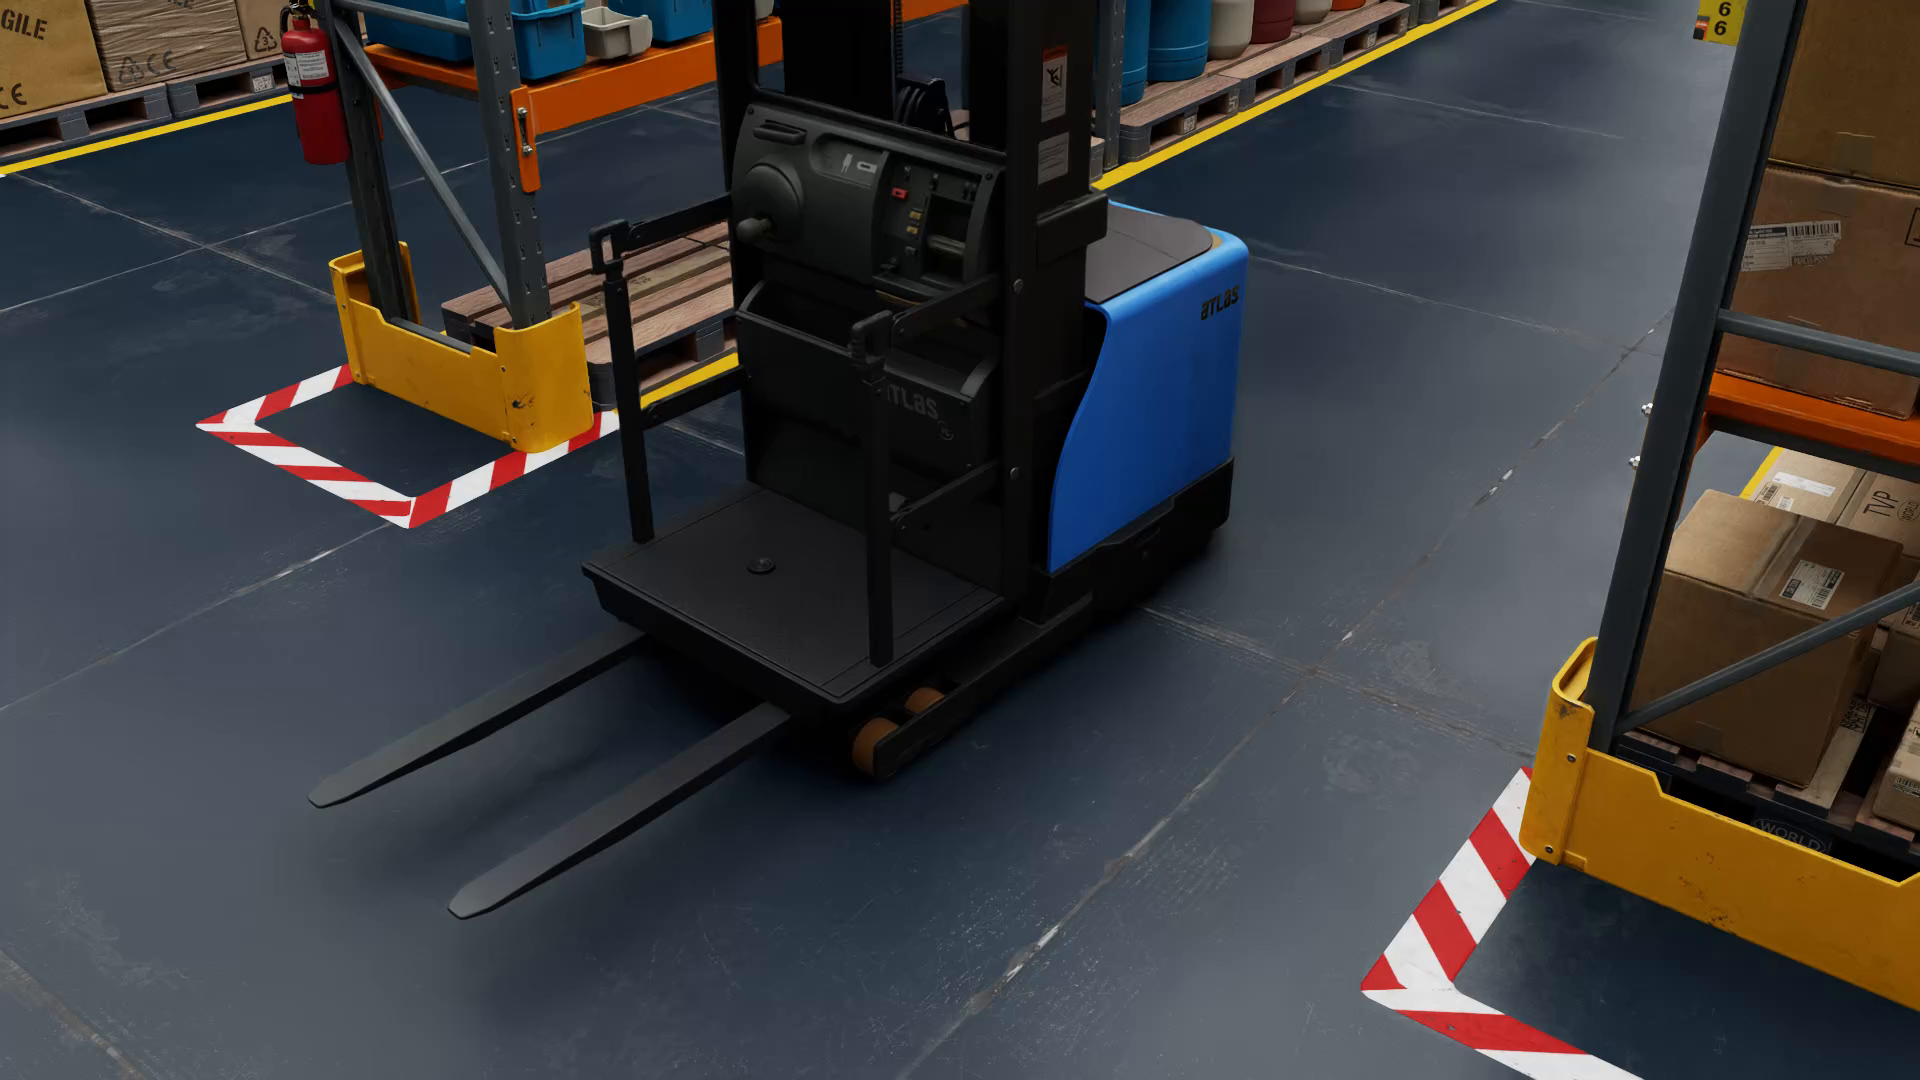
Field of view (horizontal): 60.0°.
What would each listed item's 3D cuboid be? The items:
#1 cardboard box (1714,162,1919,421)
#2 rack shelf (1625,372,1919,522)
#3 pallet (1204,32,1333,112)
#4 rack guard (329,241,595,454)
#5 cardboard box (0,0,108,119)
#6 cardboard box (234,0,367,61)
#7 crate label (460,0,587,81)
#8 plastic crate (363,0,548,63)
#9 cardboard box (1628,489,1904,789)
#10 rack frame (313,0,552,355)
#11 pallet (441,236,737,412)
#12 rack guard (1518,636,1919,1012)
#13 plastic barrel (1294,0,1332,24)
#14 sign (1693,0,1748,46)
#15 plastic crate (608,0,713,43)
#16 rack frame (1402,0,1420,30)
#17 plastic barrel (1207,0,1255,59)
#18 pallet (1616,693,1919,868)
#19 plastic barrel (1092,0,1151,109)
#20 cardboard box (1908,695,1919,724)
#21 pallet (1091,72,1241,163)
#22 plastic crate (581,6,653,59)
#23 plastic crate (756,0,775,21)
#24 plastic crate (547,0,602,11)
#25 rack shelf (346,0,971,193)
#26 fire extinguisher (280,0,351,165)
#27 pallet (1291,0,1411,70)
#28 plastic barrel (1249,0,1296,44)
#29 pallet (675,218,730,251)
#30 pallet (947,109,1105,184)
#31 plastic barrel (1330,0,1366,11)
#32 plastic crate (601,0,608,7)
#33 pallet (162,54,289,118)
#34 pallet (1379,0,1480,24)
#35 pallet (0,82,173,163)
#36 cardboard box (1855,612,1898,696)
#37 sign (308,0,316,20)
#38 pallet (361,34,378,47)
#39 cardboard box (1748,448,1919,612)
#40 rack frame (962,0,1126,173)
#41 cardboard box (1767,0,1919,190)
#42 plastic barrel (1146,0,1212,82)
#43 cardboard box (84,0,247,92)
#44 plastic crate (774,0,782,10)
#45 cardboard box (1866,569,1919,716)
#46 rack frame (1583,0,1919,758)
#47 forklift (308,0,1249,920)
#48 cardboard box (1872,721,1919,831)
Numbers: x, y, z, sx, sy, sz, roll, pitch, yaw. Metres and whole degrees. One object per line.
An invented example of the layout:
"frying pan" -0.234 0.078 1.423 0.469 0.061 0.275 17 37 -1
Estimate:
"cardboard box" 2.030 -0.651 3.808 0.500 0.500 0.500 22 37 33
"rack shelf" 3.184 -0.845 4.940 1.077 0.370 4.000 21 37 31
"pallet" 1.680 -3.093 10.762 1.003 0.211 1.213 21 37 31
"rack guard" -1.974 -0.779 6.573 1.175 0.500 0.348 21 37 31
"cardboard box" -5.596 -2.943 9.446 0.875 0.875 0.875 21 37 31
"cardboard box" -4.510 -3.675 10.681 0.875 0.875 0.875 21 37 31
"crate label" -1.558 -1.821 5.985 0.416 0.233 0.303 21 37 31
"plastic crate" -1.917 -2.102 6.262 0.616 0.435 0.499 21 37 31
"cardboard box" 2.109 0.248 4.410 0.500 0.500 0.500 21 37 31
"rack frame" -1.970 -1.868 5.959 1.000 3.000 0.127 21 37 31
"pallet" -1.441 -0.991 7.216 1.003 0.211 1.213 21 37 31
"rack guard" 2.023 0.703 4.074 1.175 0.500 0.348 21 37 31
"plastic barrel" 2.308 -3.769 11.195 0.421 0.512 0.421 0 31 0
"sign" 1.546 -1.155 3.311 0.100 0.325 0.005 21 37 31
"plastic crate" -1.161 -2.088 6.437 0.416 0.233 0.300 21 37 31
"rack frame" 2.859 -5.119 11.446 1.000 3.000 0.127 21 37 31
"plastic barrel" 1.626 -3.310 10.421 0.421 0.512 0.421 0 31 0
"pallet" 2.503 0.503 4.695 1.003 0.211 1.213 21 37 31
"plastic barrel" 0.787 -2.987 9.495 0.600 0.901 0.708 21 37 31
"cardboard box" 2.655 0.522 4.275 0.380 0.166 0.250 21 37 31
"pallet" 0.944 -2.595 9.921 1.003 0.211 1.213 21 37 31
"plastic crate" -1.299 -1.884 6.187 0.250 0.136 0.298 21 37 31
"plastic crate" -0.889 -2.160 6.652 0.250 0.136 0.298 21 37 31
"plastic crate" -1.622 -2.167 6.665 0.396 0.136 0.243 21 37 31
"rack shelf" -0.763 -2.371 7.514 1.077 0.370 4.000 21 37 31
"fire extinguisher" -2.423 -1.753 6.207 0.296 0.674 0.183 21 37 31
"pallet" 2.416 -3.587 11.595 1.003 0.211 1.213 21 37 31
"plastic barrel" 1.896 -3.600 10.835 0.600 0.588 0.708 21 37 31
"pallet" -0.704 -1.485 8.049 1.003 0.211 1.213 21 37 31
"pallet" 0.032 -1.983 8.889 1.003 0.211 1.213 21 37 31
"plastic barrel" 2.577 -4.162 11.548 0.600 0.830 0.708 21 37 31
"plastic crate" -1.436 -2.281 6.856 0.396 0.136 0.243 21 37 31
"pallet" -4.762 -3.035 10.664 1.003 0.211 1.213 21 37 31
"pallet" 3.358 -4.223 12.668 1.003 0.211 1.213 21 37 31
"pallet" -5.498 -2.541 9.831 1.003 0.211 1.213 21 37 31
"cardboard box" 2.425 0.254 4.727 0.380 0.166 0.250 21 37 31
"sign" -2.418 -2.101 6.192 0.100 0.325 0.005 21 37 31
"pallet" -4.026 -3.533 11.505 1.003 0.211 1.213 21 37 31
"cardboard box" 2.706 -0.022 5.110 0.500 0.250 0.500 21 37 31
"rack frame" 0.445 -3.494 8.703 1.000 3.000 0.127 21 37 31
"cardboard box" 2.026 -1.080 3.552 0.500 0.500 0.500 21 36 31
"plastic barrel" 1.214 -3.275 9.981 0.600 0.901 0.708 21 37 31
"cardboard box" -5.047 -3.313 10.071 0.875 0.875 0.875 21 37 31
"plastic crate" -0.764 -2.356 6.888 0.416 0.233 0.300 21 37 31
"cardboard box" 2.833 0.315 4.542 0.500 0.250 0.500 21 37 31
"rack frame" 1.977 -0.342 3.384 1.000 3.000 0.127 21 37 31
"forklift" -0.412 -0.888 4.374 1.130 2.935 3.031 24 38 34
"cardboard box" 2.504 0.631 4.108 0.380 0.149 0.250 21 37 31
